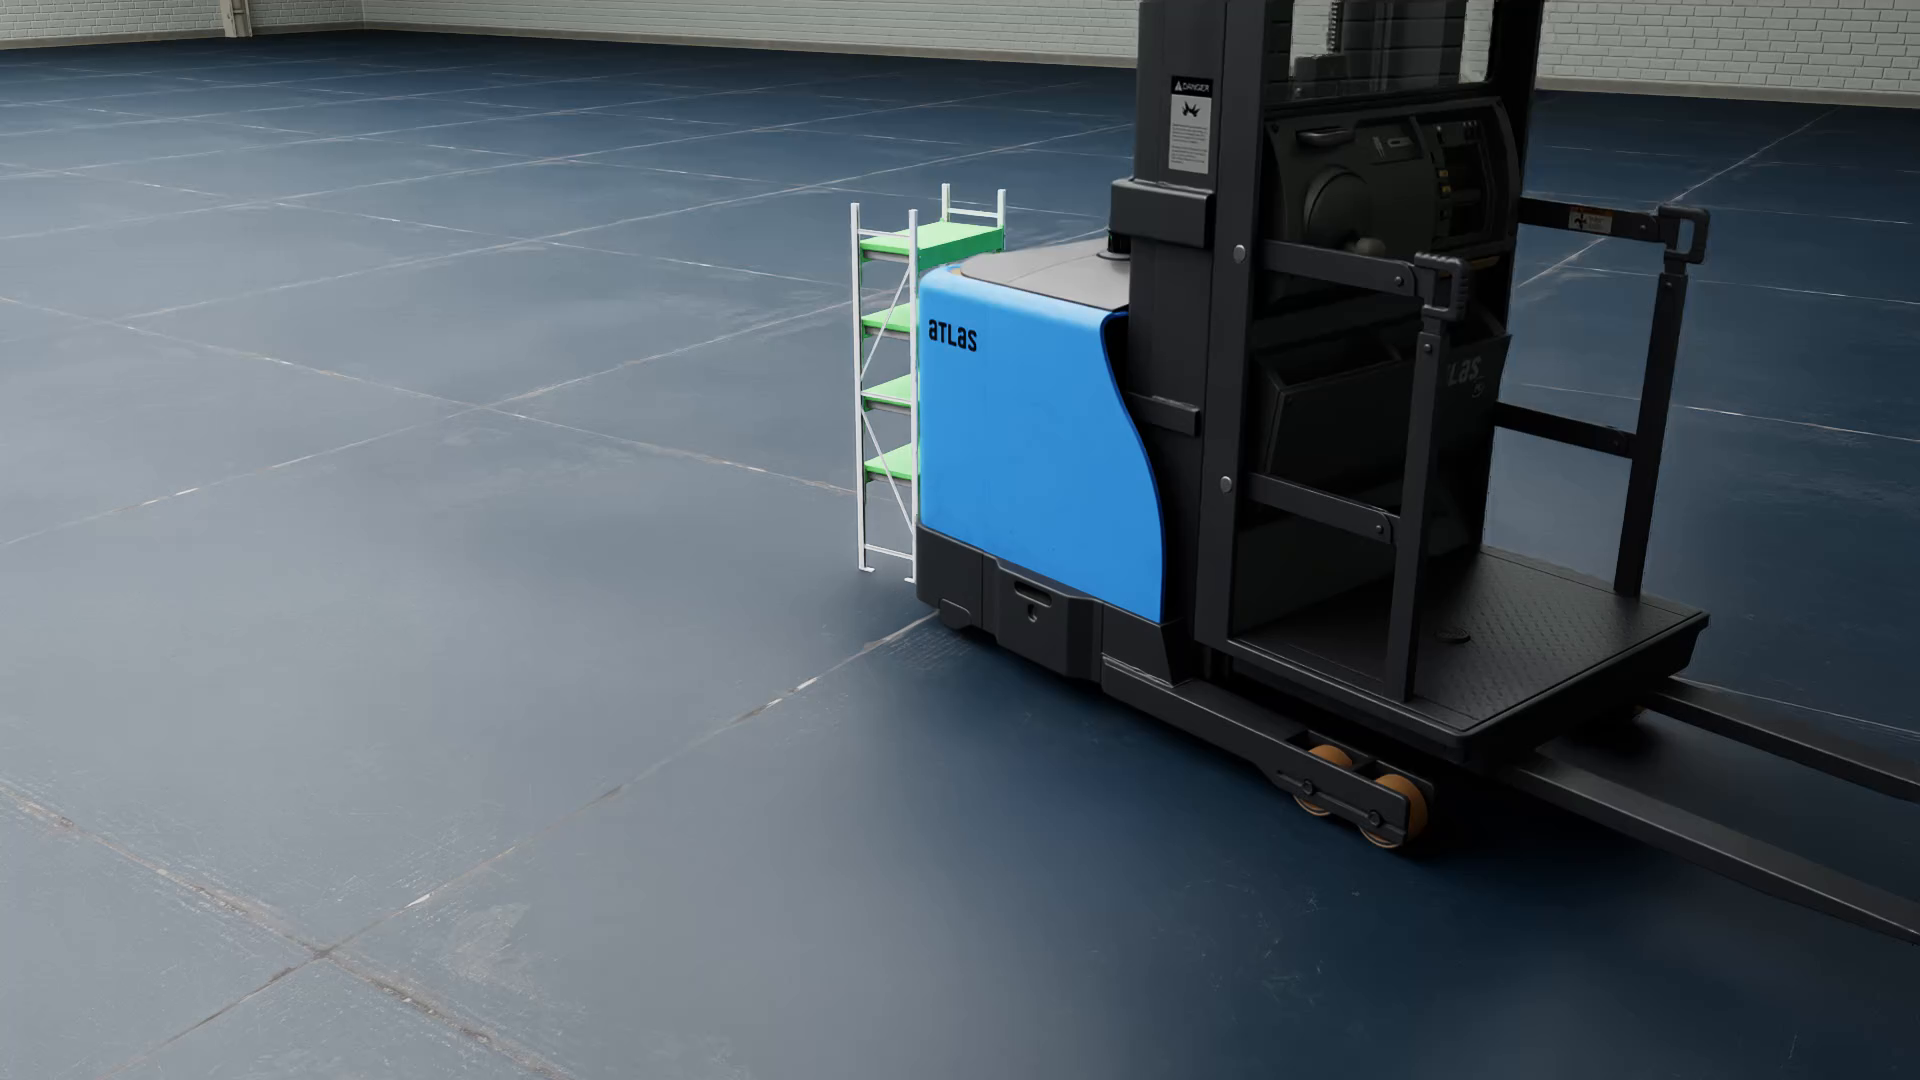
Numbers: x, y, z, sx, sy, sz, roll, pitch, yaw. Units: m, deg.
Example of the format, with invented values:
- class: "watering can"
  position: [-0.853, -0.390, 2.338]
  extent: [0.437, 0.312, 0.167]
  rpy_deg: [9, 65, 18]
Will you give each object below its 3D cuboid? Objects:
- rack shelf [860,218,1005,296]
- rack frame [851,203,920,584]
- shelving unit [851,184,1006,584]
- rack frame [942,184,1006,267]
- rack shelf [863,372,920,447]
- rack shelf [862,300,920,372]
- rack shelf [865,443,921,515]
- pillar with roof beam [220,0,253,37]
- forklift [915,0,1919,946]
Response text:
- class: "rack shelf"
  position: [-0.093, -0.906, 5.284]
  extent: [0.258, 0.148, 0.480]
  rpy_deg: [13, 24, 32]
- class: "rack frame"
  position: [-0.230, -0.445, 5.239]
  extent: [0.240, 1.200, 0.015]
  rpy_deg: [13, 24, 32]
- class: "shelving unit"
  position: [-0.093, -0.515, 5.428]
  extent: [0.258, 1.200, 0.503]
  rpy_deg: [13, 24, 32]
- class: "rack frame"
  position: [0.044, -0.585, 5.618]
  extent: [0.240, 1.200, 0.015]
  rpy_deg: [13, 24, 32]
- class: "rack shelf"
  position: [-0.093, -0.455, 5.451]
  extent: [0.258, 0.148, 0.480]
  rpy_deg: [13, 24, 32]
- class: "rack shelf"
  position: [-0.093, -0.680, 5.367]
  extent: [0.258, 0.148, 0.480]
  rpy_deg: [13, 24, 32]
- class: "rack shelf"
  position: [-0.093, -0.230, 5.534]
  extent: [0.258, 0.148, 0.480]
  rpy_deg: [13, 24, 32]
- class: "pillar with roof beam"
  position: [-10.234, -13.013, 27.974]
  extent: [9.100, 9.000, 0.400]
  rpy_deg: [13, 24, 32]
- class: "forklift"
  position: [1.197, -0.860, 3.866]
  extent: [1.130, 2.935, 3.031]
  rpy_deg: [-16, 26, -37]
